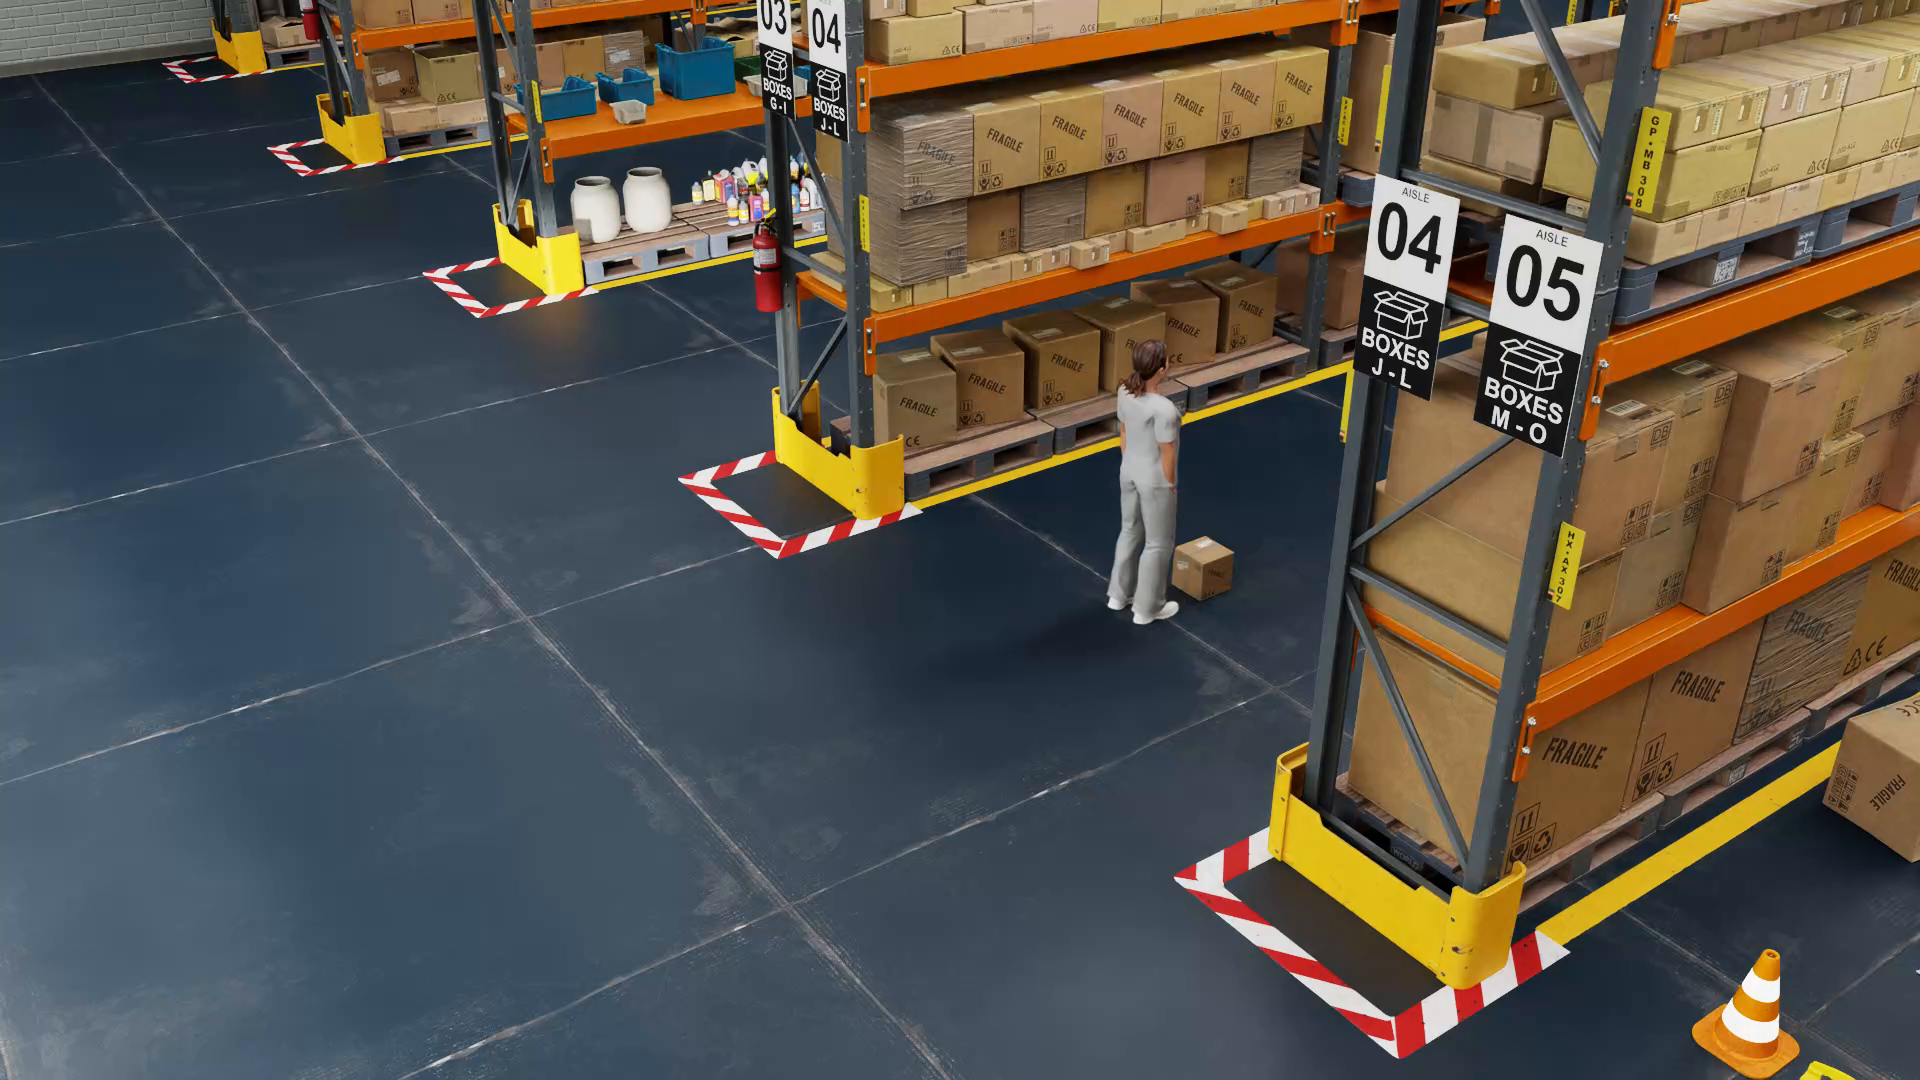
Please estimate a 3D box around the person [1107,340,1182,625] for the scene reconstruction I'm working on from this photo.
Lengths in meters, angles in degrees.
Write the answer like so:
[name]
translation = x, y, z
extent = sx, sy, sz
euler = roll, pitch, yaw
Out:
[person]
translation = 1.032, -0.321, 9.235
extent = 0.370, 1.682, 0.437
euler = -18, 33, -29
